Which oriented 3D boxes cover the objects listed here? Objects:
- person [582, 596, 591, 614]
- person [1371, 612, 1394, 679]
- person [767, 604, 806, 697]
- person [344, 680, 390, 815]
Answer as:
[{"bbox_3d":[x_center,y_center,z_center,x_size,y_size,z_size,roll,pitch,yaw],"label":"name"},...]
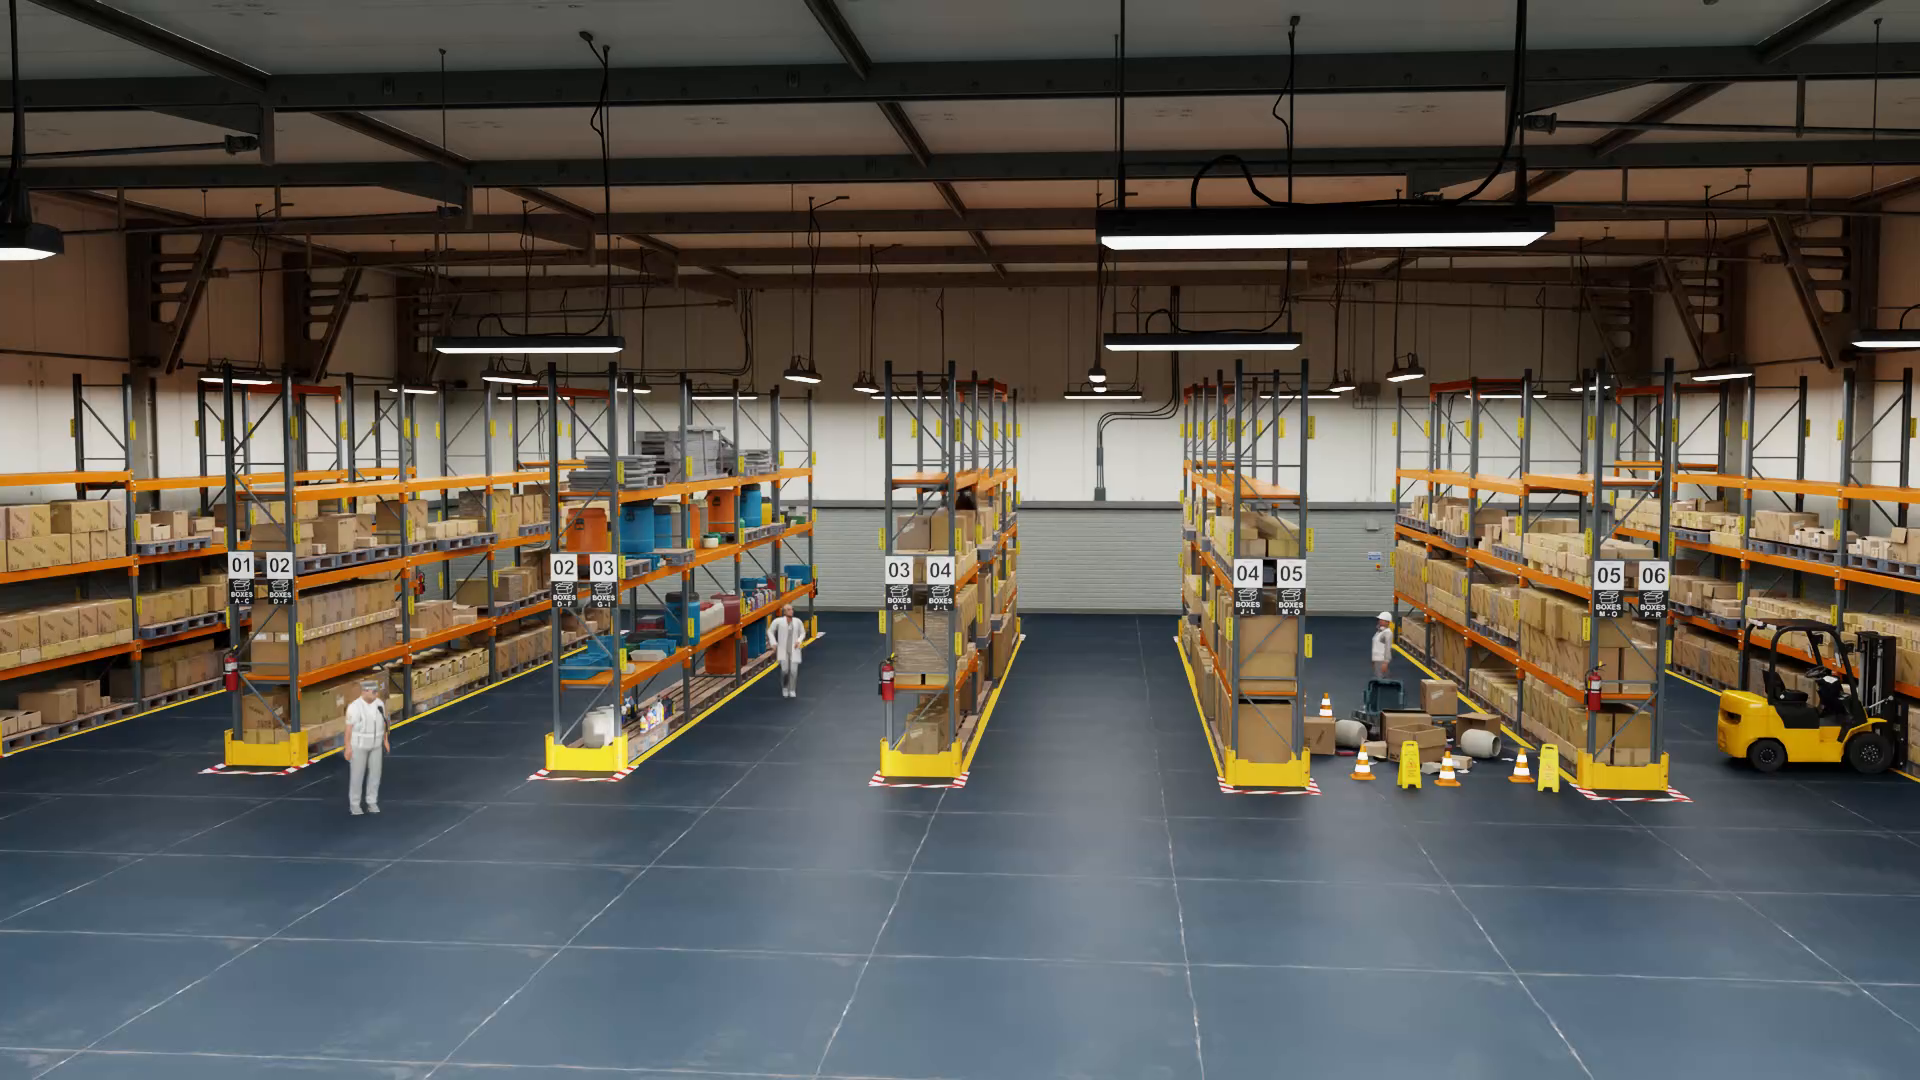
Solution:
[{"bbox_3d":[-9.701,1.209,43.993,0.578,1.757,0.522,-3,5,-41],"label":"person"},{"bbox_3d":[7.545,2.169,29.769,0.453,1.771,0.564,2,4,24],"label":"person"},{"bbox_3d":[-3.250,2.098,31.216,0.723,1.768,0.506,-1,4,-8],"label":"person"},{"bbox_3d":[-7.781,2.702,21.772,0.428,1.754,0.588,3,5,37],"label":"person"}]
